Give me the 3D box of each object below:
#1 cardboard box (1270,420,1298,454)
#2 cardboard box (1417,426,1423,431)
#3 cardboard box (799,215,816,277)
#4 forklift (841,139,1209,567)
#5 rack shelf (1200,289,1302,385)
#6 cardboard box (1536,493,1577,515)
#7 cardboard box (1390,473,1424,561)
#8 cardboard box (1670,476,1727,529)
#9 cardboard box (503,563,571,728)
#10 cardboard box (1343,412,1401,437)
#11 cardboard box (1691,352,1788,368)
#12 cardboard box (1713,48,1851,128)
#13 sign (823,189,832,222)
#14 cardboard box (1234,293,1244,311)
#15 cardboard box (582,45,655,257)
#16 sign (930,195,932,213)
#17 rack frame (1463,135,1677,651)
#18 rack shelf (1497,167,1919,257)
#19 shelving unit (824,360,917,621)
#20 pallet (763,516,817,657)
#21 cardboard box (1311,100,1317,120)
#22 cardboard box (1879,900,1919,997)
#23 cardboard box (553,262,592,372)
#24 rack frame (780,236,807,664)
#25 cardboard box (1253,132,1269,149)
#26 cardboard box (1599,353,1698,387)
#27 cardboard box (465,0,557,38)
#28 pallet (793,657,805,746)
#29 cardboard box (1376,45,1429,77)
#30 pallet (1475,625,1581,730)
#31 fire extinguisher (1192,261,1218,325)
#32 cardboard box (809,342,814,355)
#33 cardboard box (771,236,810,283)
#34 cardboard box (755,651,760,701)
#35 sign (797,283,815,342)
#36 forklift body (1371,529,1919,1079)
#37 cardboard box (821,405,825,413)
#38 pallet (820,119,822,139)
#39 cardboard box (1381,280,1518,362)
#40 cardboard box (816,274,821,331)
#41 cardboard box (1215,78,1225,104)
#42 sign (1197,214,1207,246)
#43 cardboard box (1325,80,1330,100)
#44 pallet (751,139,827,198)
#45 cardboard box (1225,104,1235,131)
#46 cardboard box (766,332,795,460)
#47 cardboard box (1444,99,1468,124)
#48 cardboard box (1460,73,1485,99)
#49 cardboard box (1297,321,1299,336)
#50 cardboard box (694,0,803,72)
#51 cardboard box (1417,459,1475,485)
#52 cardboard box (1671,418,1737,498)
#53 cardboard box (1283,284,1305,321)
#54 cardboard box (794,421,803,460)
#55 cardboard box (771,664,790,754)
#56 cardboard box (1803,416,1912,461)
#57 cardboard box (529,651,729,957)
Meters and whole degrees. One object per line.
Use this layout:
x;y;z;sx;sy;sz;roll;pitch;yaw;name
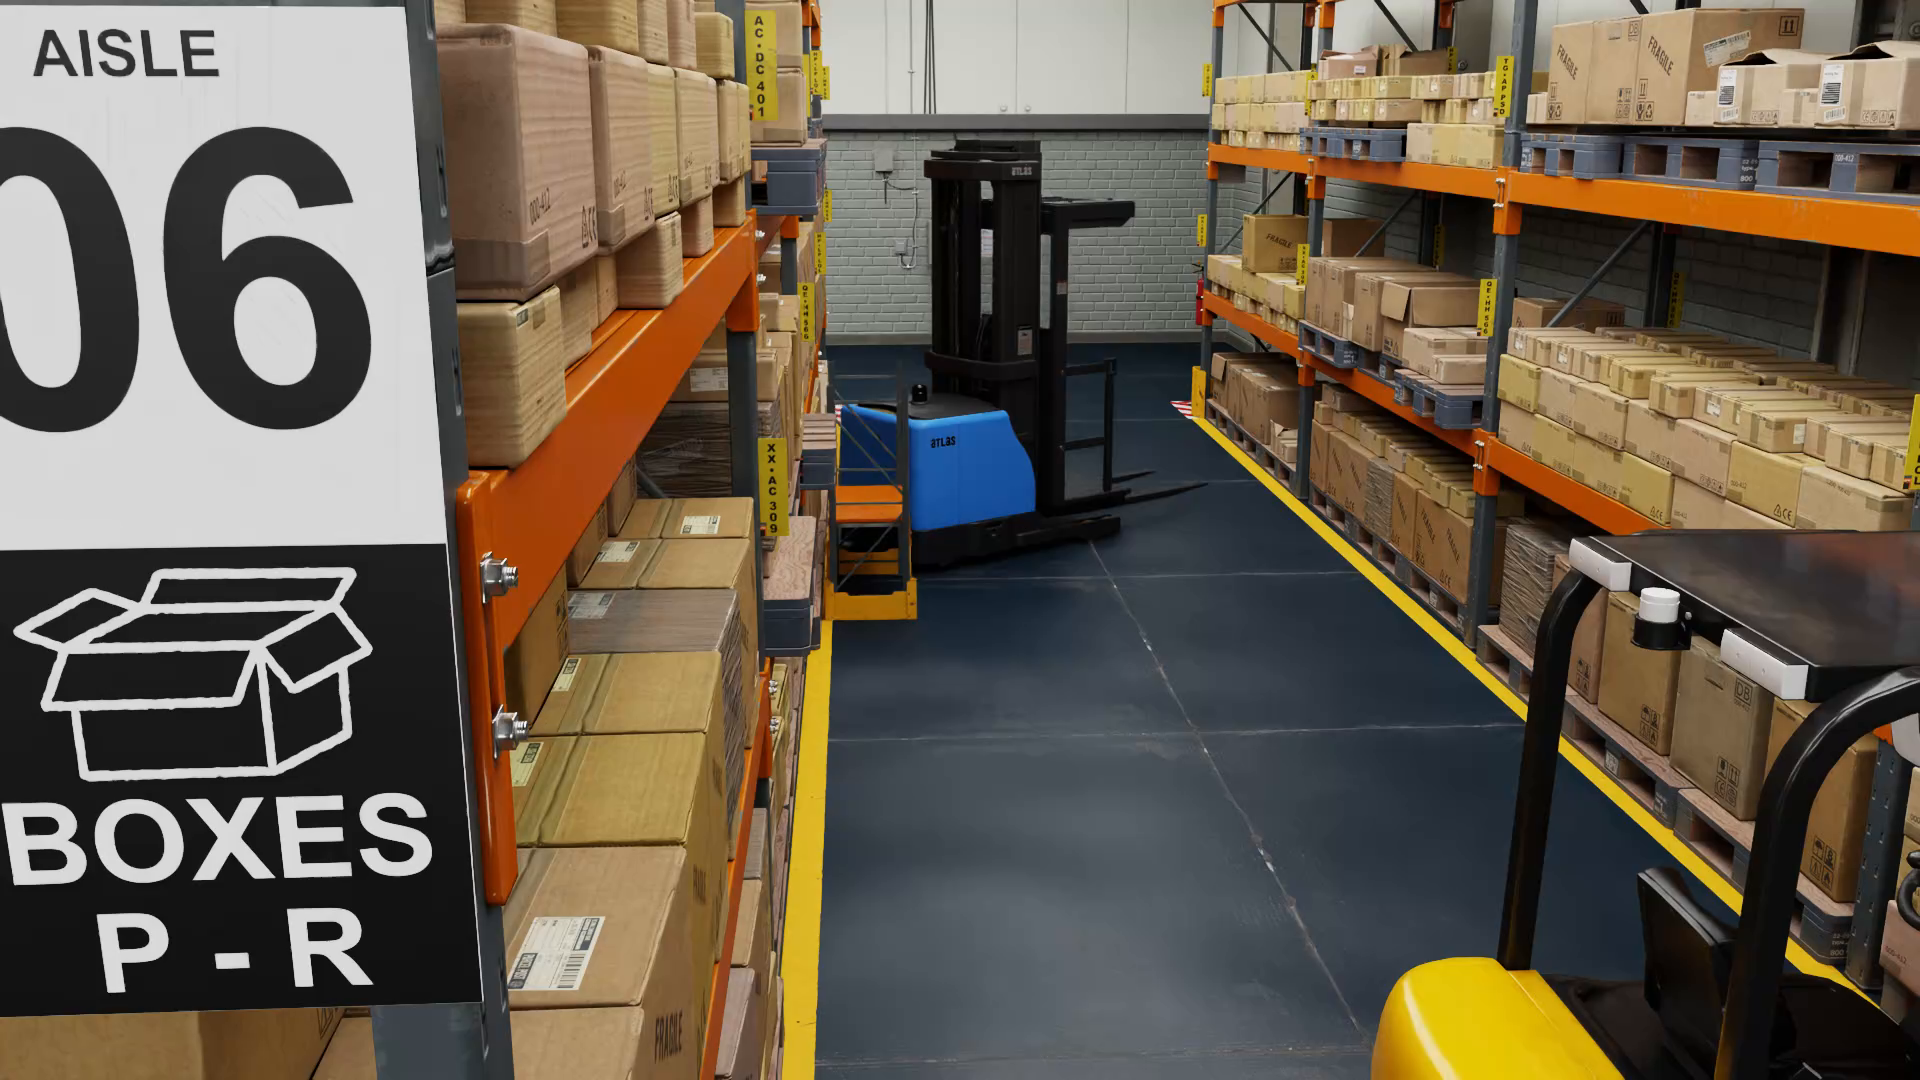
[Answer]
2.955;-0.911;14.691;0.396;0.266;0.258;0;14;-1;cardboard box
3.703;-0.840;12.642;0.380;0.149;0.250;-2;15;-6;cardboard box
-1.437;-2.386;13.573;0.500;0.500;0.500;-1;14;-3;cardboard box
0.600;-1.500;12.476;3.031;2.935;1.130;-11;18;-36;forklift
3.181;-1.958;15.560;1.077;0.370;4.000;-1;14;-3;rack shelf
3.831;-0.256;10.372;0.380;0.149;0.250;0;14;-1;cardboard box
3.256;-0.163;11.315;0.500;0.500;0.500;0;14;-1;cardboard box
3.471;-0.117;7.262;0.500;0.250;0.500;-1;14;-3;cardboard box
-1.206;0.075;3.410;0.700;0.500;0.500;-1;14;-4;cardboard box
3.183;-0.891;12.842;0.380;0.149;0.250;-2;15;-6;cardboard box
3.881;-0.844;8.284;0.380;0.149;0.250;-1;14;-4;cardboard box
3.465;-1.848;6.804;0.500;0.311;0.500;-1;14;-5;cardboard box
-1.355;-3.406;16.947;0.100;0.325;0.005;-1;14;-3;sign
2.834;-2.275;15.852;0.380;0.149;0.250;-1;14;-5;cardboard box
-0.693;-0.526;2.233;0.500;0.250;0.500;-1;14;-4;cardboard box
-0.232;-4.575;22.630;0.339;0.242;0.001;-1;14;-3;sign
3.553;-0.814;9.670;1.000;3.000;0.127;-1;14;-3;rack frame
3.676;-1.421;7.453;1.077;0.370;4.000;-1;14;-3;rack shelf
-0.604;-0.353;10.889;0.587;1.500;1.083;-1;14;-4;shelving unit
-1.056;0.159;6.274;1.003;0.211;1.213;-1;14;-3;pallet
2.926;-3.311;12.817;0.380;0.149;0.250;-1;14;-3;cardboard box
3.500;1.434;5.607;0.500;0.250;0.500;-1;14;-3;cardboard box
-0.690;-0.296;2.140;0.380;0.149;0.250;0;14;-2;cardboard box
-1.401;-0.736;9.369;1.000;3.000;0.127;-1;14;-3;rack frame
2.863;-3.607;15.010;0.380;0.149;0.250;-1;14;-2;cardboard box
3.412;-0.836;8.254;0.380;0.149;0.250;-1;14;-3;cardboard box
-0.710;-0.681;2.038;0.380;0.149;0.250;-1;14;-3;cardboard box
-1.354;0.808;8.961;1.003;0.211;1.213;-1;14;-3;pallet
3.392;-3.661;12.749;0.396;0.266;0.258;-1;14;-4;cardboard box
3.565;0.742;9.220;1.003;0.211;1.213;-1;14;-3;pallet
2.586;-2.615;17.574;0.296;0.674;0.183;-1;14;-3;fire extinguisher
-1.254;-1.415;11.303;0.500;0.250;0.500;-1;14;-2;cardboard box
-1.273;-1.773;11.191;0.500;0.500;0.500;-1;14;-3;cardboard box
-0.829;0.455;5.242;0.380;0.149;0.250;-1;14;-4;cardboard box
-0.860;-1.270;9.276;0.100;0.325;0.005;-1;14;-3;sign
2.110;1.143;3.767;2.313;2.155;1.214;-1;14;-3;forklift body
-1.581;-0.852;14.116;0.875;0.438;0.875;-1;14;-4;cardboard box
-1.841;-3.951;16.023;1.003;0.211;1.213;-1;14;-3;pallet
3.267;-1.471;11.172;0.797;0.503;0.637;-1;14;-5;cardboard box
-1.444;-2.026;14.179;0.500;0.500;0.500;-1;14;-3;cardboard box
2.834;-4.456;16.505;0.500;0.250;0.500;-1;14;-4;cardboard box
2.515;-3.214;17.263;0.100;0.325;0.005;-1;14;-3;sign
2.973;-3.389;12.524;0.380;0.149;0.250;-1;14;-3;cardboard box
-1.153;-1.516;6.758;1.213;0.211;1.003;-1;14;-3;pallet
2.864;-4.087;16.076;0.500;0.250;0.500;-1;14;-2;cardboard box
-0.988;-0.634;7.330;0.500;0.500;0.500;-1;15;-6;cardboard box
3.244;-2.663;10.339;0.380;0.149;0.250;-1;14;-3;cardboard box
3.258;-2.745;10.058;0.380;0.149;0.250;-1;14;-5;cardboard box
3.033;-1.763;13.861;0.380;0.149;0.250;-1;14;-3;cardboard box
-0.831;-1.843;6.103;0.500;0.250;0.500;-1;14;-5;cardboard box
3.278;-0.440;11.088;0.380;0.149;0.250;0;14;-2;cardboard box
3.450;-0.362;7.211;0.500;0.250;0.500;-1;14;-2;cardboard box
3.030;-2.003;13.996;0.500;0.250;0.500;-1;14;-2;cardboard box
-0.958;-0.482;8.041;0.380;0.149;0.250;-1;14;-2;cardboard box
-1.281;0.846;7.651;0.950;0.372;0.625;0;14;-2;cardboard box
3.561;-0.389;6.516;0.380;0.149;0.250;-1;14;-3;cardboard box
-0.766;0.557;3.545;0.500;0.500;0.500;-1;14;-5;cardboard box
